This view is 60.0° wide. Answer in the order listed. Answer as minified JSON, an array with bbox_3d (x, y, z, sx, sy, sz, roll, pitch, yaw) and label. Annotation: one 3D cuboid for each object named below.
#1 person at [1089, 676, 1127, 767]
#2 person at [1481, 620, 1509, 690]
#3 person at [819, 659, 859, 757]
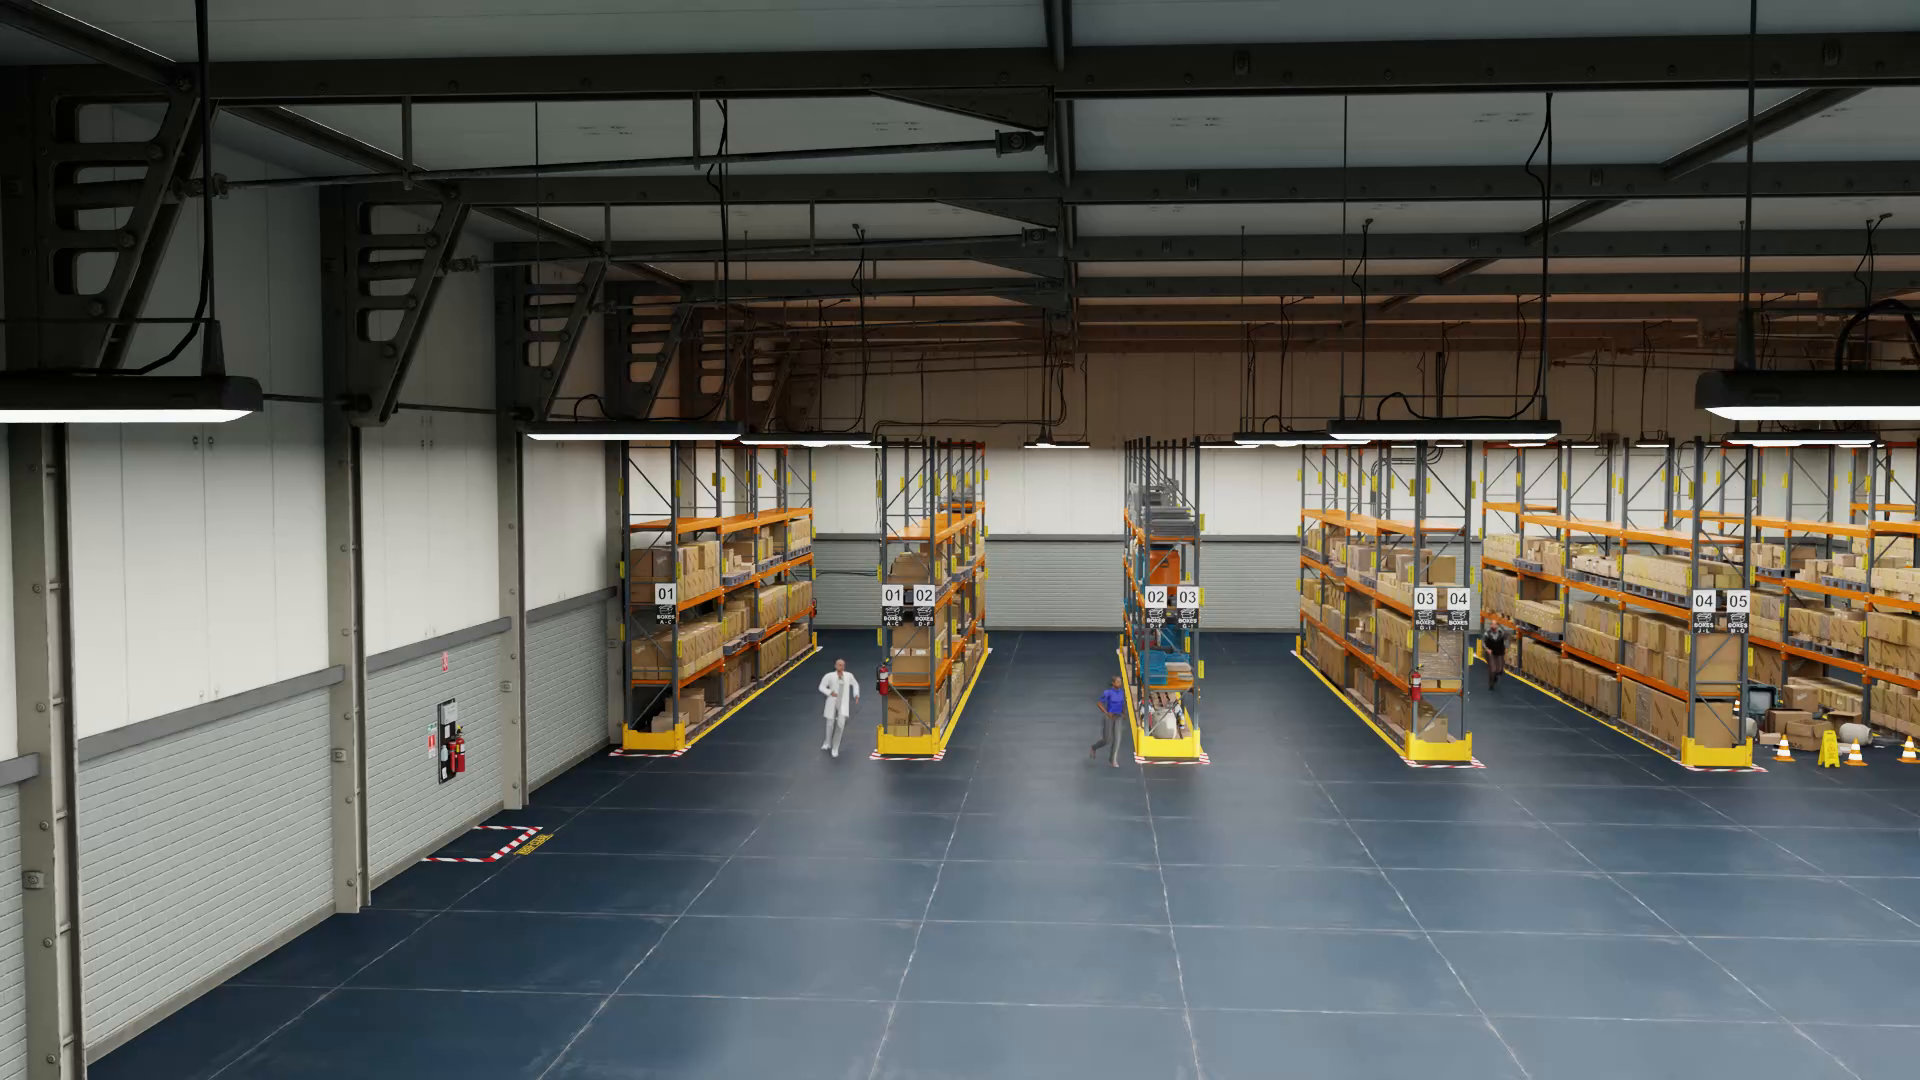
[{"bbox_3d":[2.810,3.296,30.390,0.640,1.594,0.828,-2,4,-30],"label":"person"},{"bbox_3d":[12.824,2.758,39.859,0.679,1.685,0.646,1,3,10],"label":"person"},{"bbox_3d":[-2.286,3.164,31.449,0.769,1.816,0.739,-1,3,-11],"label":"person"}]
